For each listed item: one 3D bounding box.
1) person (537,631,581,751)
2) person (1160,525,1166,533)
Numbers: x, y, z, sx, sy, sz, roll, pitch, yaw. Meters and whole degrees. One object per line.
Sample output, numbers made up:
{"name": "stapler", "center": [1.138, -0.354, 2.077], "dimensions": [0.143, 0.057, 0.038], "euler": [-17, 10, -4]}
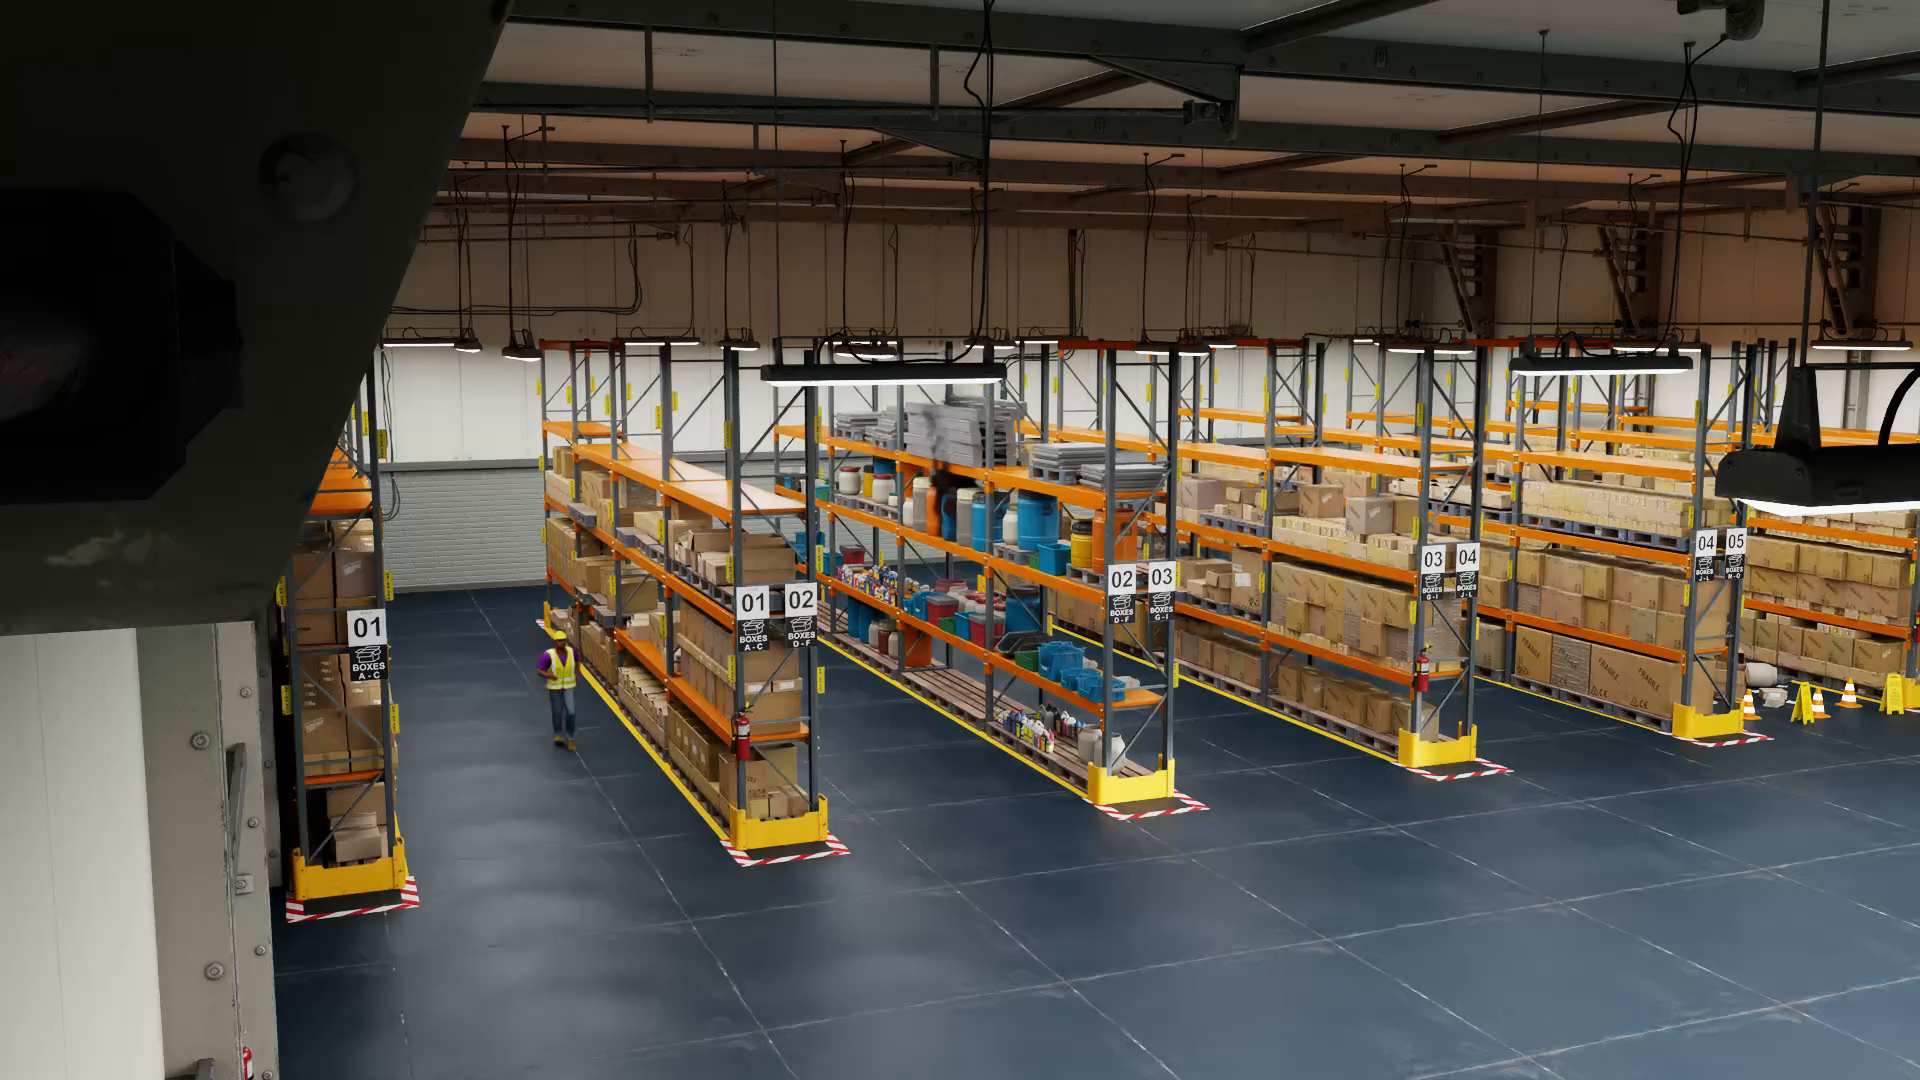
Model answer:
{"name": "person", "center": [-5.961, 2.252, 24.822], "dimensions": [0.680, 1.825, 0.759], "euler": [-3, 8, -21]}
{"name": "person", "center": [5.204, 0.080, 41.460], "dimensions": [0.842, 1.764, 0.725], "euler": [-6, 9, -37]}
